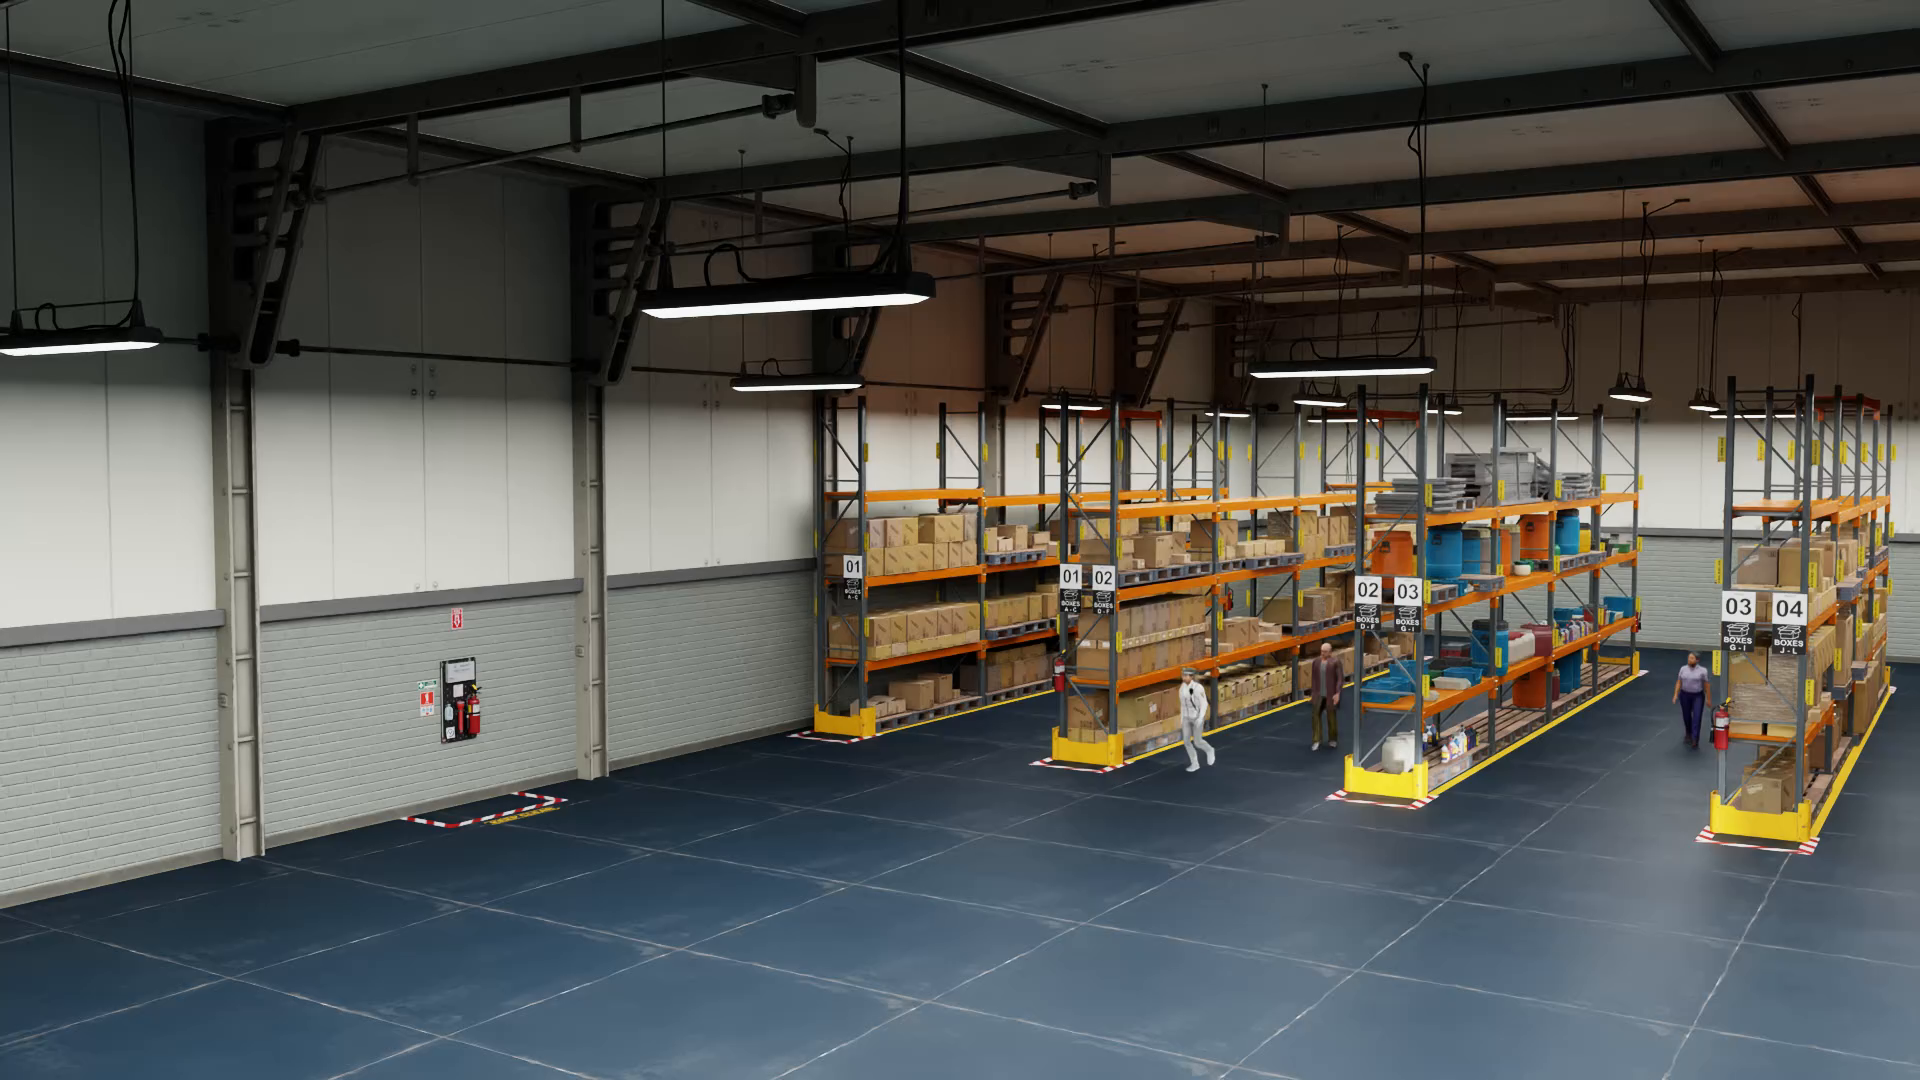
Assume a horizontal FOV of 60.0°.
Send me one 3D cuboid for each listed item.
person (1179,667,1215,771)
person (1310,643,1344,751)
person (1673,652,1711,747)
[{"bbox_3d":[3.731,2.806,26.282,0.584,1.648,0.548,-3,4,-44],"label":"person"},{"bbox_3d":[6.188,2.656,28.106,0.621,1.831,0.627,2,4,36],"label":"person"},{"bbox_3d":[12.543,2.700,28.478,0.589,1.584,1.053,2,3,30],"label":"person"}]
